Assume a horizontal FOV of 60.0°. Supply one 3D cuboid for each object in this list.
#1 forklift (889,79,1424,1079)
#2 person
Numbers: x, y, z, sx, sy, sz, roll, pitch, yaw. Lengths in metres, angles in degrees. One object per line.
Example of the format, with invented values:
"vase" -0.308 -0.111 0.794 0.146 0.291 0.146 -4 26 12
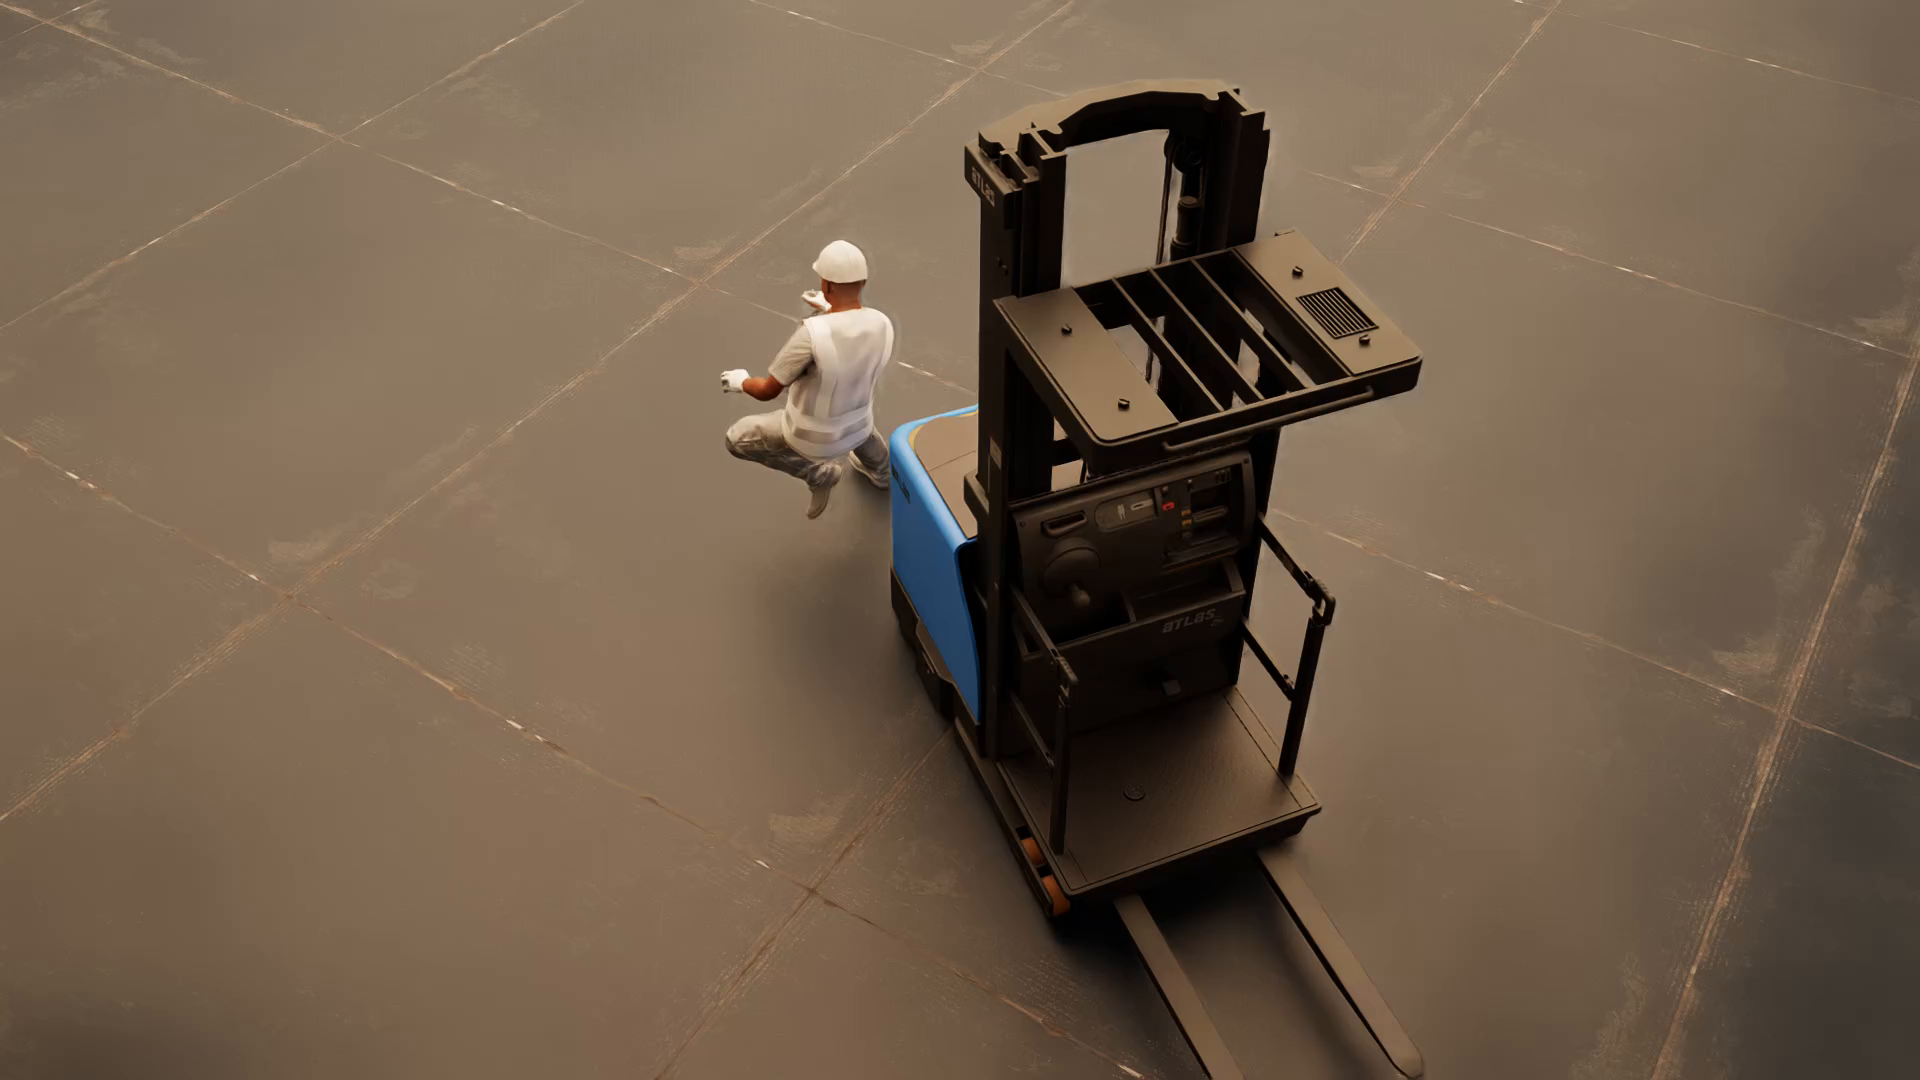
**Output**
"forklift" 0.717 0.056 5.789 1.130 2.935 3.031 -16 46 -16
"person" -0.668 -0.713 7.542 0.850 1.570 0.826 -31 52 -29
